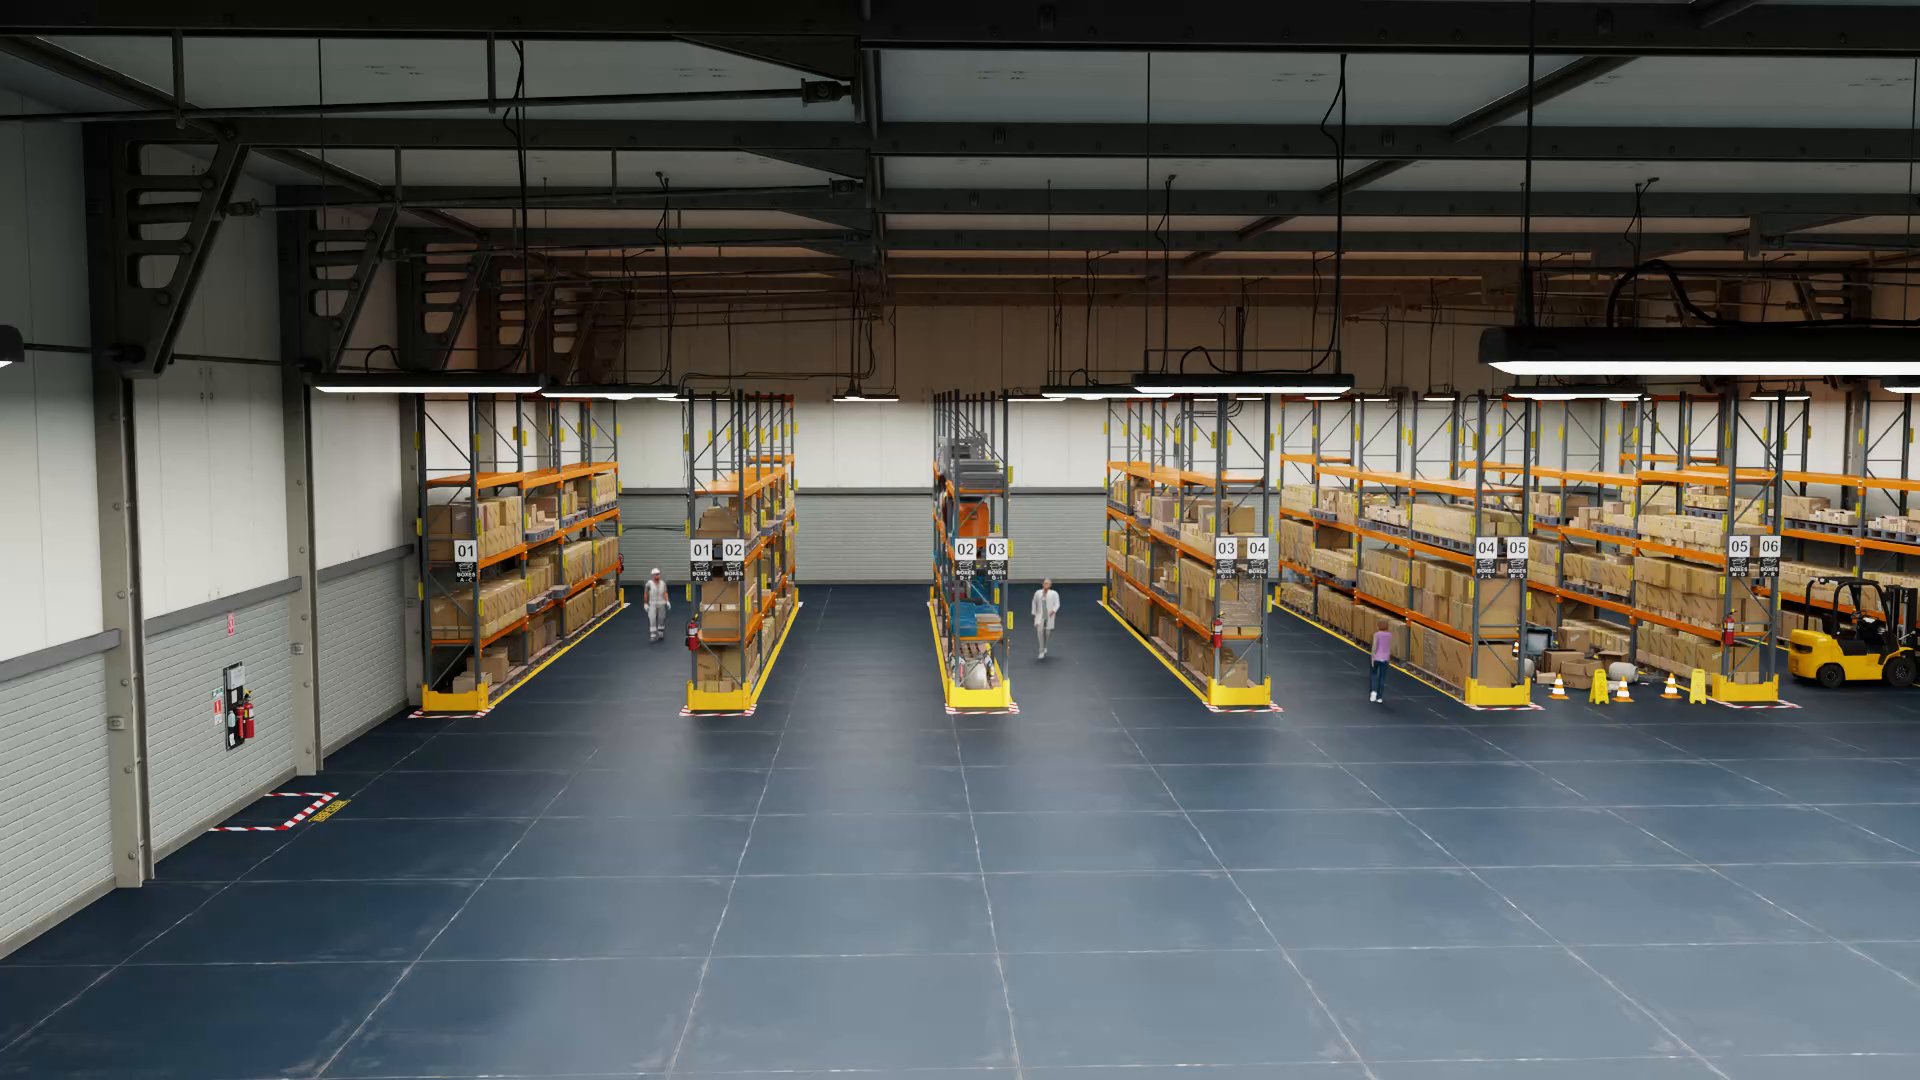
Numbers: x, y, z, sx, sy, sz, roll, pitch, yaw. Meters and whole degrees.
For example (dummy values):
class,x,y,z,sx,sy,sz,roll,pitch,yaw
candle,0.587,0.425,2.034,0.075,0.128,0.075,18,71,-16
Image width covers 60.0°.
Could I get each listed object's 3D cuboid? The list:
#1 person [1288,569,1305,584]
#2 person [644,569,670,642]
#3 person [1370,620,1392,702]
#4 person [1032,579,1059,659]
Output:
class,x,y,z,sx,sy,sz,roll,pitch,yaw
person,10.234,0.727,50.620,0.610,1.718,1.055,3,6,35
person,-7.306,1.565,40.100,0.644,1.736,1.051,0,5,-5
person,8.072,2.313,31.873,0.393,1.597,0.389,2,5,23
person,1.951,1.802,37.852,0.607,1.813,0.927,0,5,-1
